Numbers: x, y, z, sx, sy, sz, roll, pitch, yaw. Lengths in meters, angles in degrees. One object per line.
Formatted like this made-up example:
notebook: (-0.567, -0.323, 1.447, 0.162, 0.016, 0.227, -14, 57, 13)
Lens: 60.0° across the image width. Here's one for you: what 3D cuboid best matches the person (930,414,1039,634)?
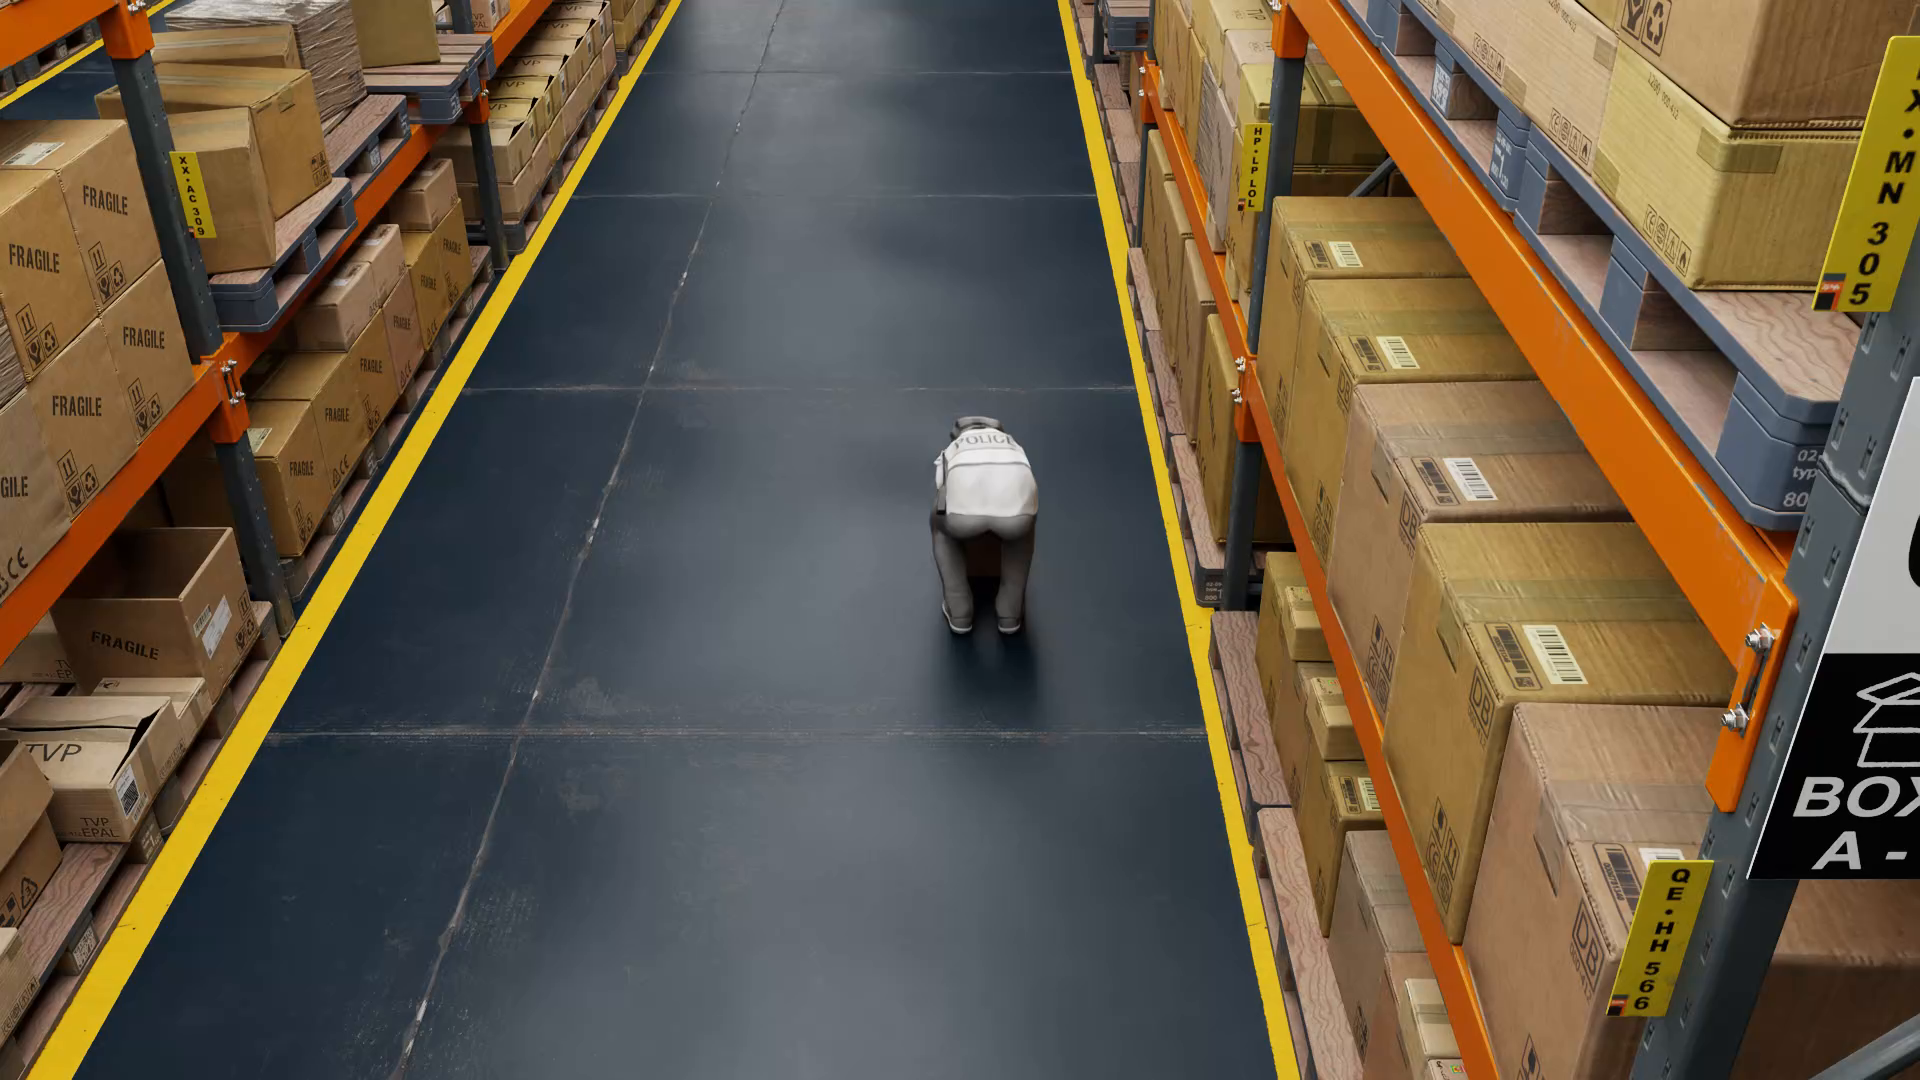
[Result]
person: (0.096, -0.093, 7.030, 0.448, 0.882, 0.905, -2, 32, -3)
